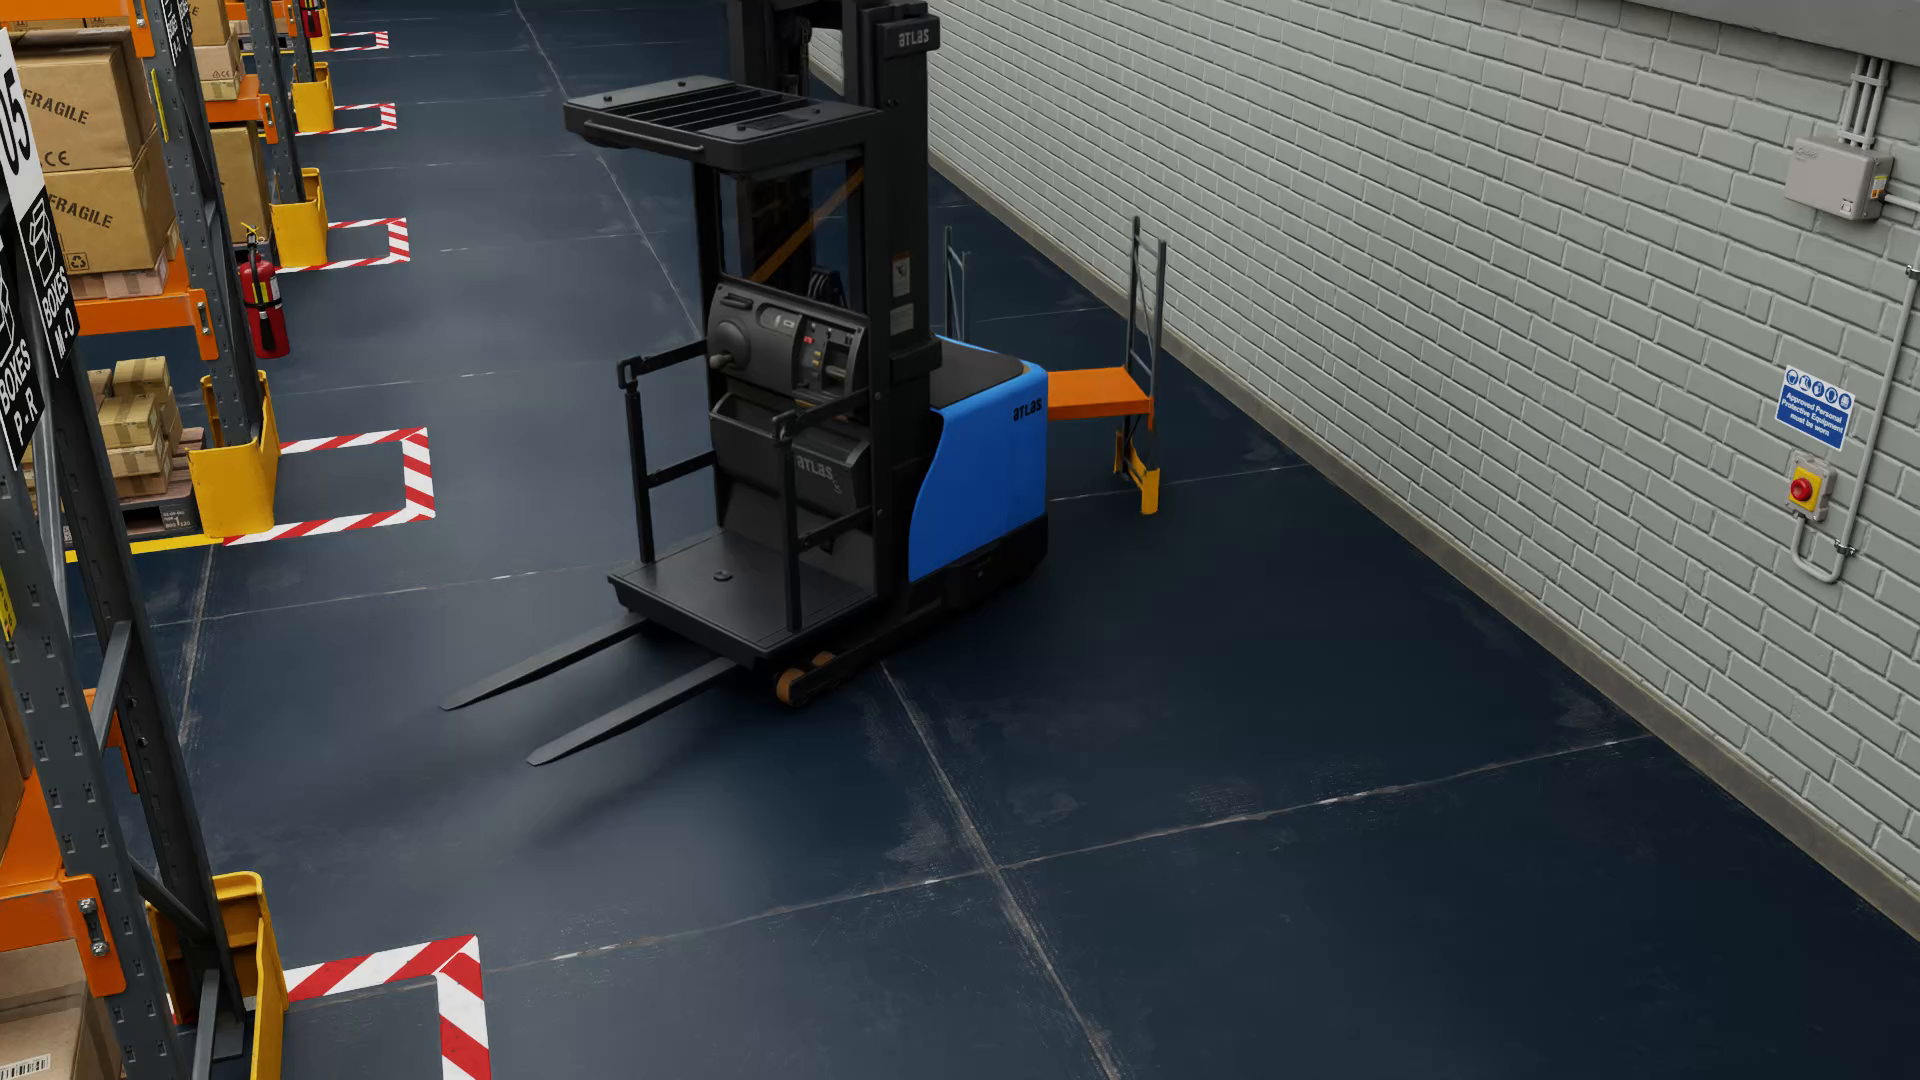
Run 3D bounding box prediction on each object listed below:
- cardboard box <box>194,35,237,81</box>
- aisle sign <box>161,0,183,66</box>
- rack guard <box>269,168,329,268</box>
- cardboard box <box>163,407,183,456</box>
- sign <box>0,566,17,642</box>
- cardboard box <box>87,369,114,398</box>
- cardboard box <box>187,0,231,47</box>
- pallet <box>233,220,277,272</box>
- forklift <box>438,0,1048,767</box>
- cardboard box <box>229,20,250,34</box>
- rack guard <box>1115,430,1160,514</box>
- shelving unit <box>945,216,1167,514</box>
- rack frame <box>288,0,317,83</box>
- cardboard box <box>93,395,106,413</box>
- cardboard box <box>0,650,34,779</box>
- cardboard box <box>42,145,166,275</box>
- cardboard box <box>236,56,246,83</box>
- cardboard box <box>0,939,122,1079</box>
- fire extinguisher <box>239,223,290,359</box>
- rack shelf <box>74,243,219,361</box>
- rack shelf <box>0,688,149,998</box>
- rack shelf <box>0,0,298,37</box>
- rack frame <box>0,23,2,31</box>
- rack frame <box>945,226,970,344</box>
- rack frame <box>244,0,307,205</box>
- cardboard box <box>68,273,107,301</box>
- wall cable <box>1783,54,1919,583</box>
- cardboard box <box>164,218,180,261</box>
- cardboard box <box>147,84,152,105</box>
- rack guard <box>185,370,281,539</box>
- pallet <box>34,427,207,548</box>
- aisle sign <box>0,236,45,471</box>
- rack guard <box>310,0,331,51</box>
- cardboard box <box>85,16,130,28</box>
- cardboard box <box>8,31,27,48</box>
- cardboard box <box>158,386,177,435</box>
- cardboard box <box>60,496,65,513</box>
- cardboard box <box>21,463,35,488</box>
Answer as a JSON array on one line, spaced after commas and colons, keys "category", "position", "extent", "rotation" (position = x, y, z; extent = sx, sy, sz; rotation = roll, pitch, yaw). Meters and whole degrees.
[{"category": "cardboard box", "position": [-5.743, -3.622, 12.507], "extent": [0.500, 0.250, 0.500], "rotation": [-9, 28, -17]}, {"category": "aisle sign", "position": [-3.762, -2.672, 7.835], "extent": [0.004, 0.787, 0.394], "rotation": [-8, 28, -16]}, {"category": "rack guard", "position": [-5.341, -2.619, 13.463], "extent": [0.348, 0.500, 1.175], "rotation": [-8, 28, -16]}, {"category": "cardboard box", "position": [-4.522, -0.598, 9.316], "extent": [0.250, 0.149, 0.380], "rotation": [-8, 27, -15]}, {"category": "sign", "position": [-2.141, 0.062, 3.684], "extent": [0.005, 0.325, 0.100], "rotation": [-8, 28, -16]}, {"category": "cardboard box", "position": [-4.753, -0.784, 9.021], "extent": [0.250, 0.149, 0.380], "rotation": [-8, 27, -15]}, {"category": "cardboard box", "position": [-5.746, -3.959, 12.342], "extent": [0.500, 0.500, 0.500], "rotation": [-8, 27, -15]}, {"category": "pallet", "position": [-6.100, -2.343, 13.232], "extent": [1.213, 0.211, 1.003], "rotation": [-8, 28, -16]}, {"category": "forklift", "position": [-0.908, -0.836, 7.137], "extent": [1.130, 2.935, 3.031], "rotation": [21, 33, 36]}, {"category": "cardboard box", "position": [-9.282, -6.655, 21.474], "extent": [0.250, 0.166, 0.380], "rotation": [-8, 28, -16]}, {"category": "rack guard", "position": [0.982, -0.385, 9.245], "extent": [0.087, 0.250, 0.587], "rotation": [-5, 27, -10]}, {"category": "shelving unit", "position": [0.494, -0.901, 8.878], "extent": [1.083, 1.500, 0.587], "rotation": [-5, 27, -10]}, {"category": "rack frame", "position": [-6.898, -5.829, 17.118], "extent": [0.127, 3.000, 1.000], "rotation": [-8, 28, -16]}, {"category": "cardboard box", "position": [-4.606, -0.611, 8.673], "extent": [0.250, 0.149, 0.380], "rotation": [-8, 27, -15]}, {"category": "cardboard box", "position": [-2.841, 0.355, 4.549], "extent": [0.500, 0.500, 0.500], "rotation": [-8, 28, -17]}, {"category": "cardboard box", "position": [-4.272, -1.631, 8.216], "extent": [0.500, 0.500, 0.500], "rotation": [-8, 27, -15]}, {"category": "cardboard box", "position": [-5.804, -3.713, 13.139], "extent": [0.250, 0.149, 0.380], "rotation": [-8, 27, -16]}, {"category": "cardboard box", "position": [-2.892, 1.548, 4.668], "extent": [0.875, 0.438, 0.875], "rotation": [-9, 28, -18]}, {"category": "fire extinguisher", "position": [-3.542, -1.262, 8.425], "extent": [0.183, 0.674, 0.296], "rotation": [-8, 28, -16]}, {"category": "rack shelf", "position": [-5.826, -1.026, 8.253], "extent": [4.000, 0.370, 1.077], "rotation": [-8, 28, -16]}, {"category": "rack shelf", "position": [-4.197, 1.053, 4.065], "extent": [4.000, 0.370, 1.077], "rotation": [-8, 28, -16]}, {"category": "rack shelf", "position": [-8.800, -5.232, 16.724], "extent": [4.000, 0.370, 1.077], "rotation": [-8, 28, -16]}, {"category": "rack frame", "position": [-2.295, -2.232, 3.126], "extent": [0.127, 3.000, 1.000], "rotation": [-8, 28, -16]}, {"category": "rack frame", "position": [-0.013, -0.855, 8.786], "extent": [0.032, 1.500, 0.500], "rotation": [-5, 27, -10]}, {"category": "rack frame", "position": [-5.364, -3.735, 12.900], "extent": [0.127, 3.000, 1.000], "rotation": [-8, 28, -16]}, {"category": "cardboard box", "position": [-4.395, -1.329, 8.336], "extent": [0.250, 0.149, 0.380], "rotation": [-8, 28, -16]}, {"category": "wall cable", "position": [3.059, -0.800, 5.811], "extent": [0.123, 1.953, 0.585], "rotation": [-8, 28, -16]}, {"category": "cardboard box", "position": [-4.334, -1.605, 8.893], "extent": [0.250, 0.149, 0.380], "rotation": [-8, 28, -17]}, {"category": "cardboard box", "position": [-6.088, -3.364, 12.434], "extent": [0.250, 0.149, 0.380], "rotation": [-8, 28, -16]}, {"category": "rack guard", "position": [-3.997, -0.494, 9.183], "extent": [0.348, 0.500, 1.175], "rotation": [-8, 28, -16]}, {"category": "pallet", "position": [-4.780, -0.268, 9.052], "extent": [1.213, 0.211, 1.003], "rotation": [-8, 28, -16]}, {"category": "aisle sign", "position": [-2.131, -0.588, 3.638], "extent": [0.004, 0.787, 0.394], "rotation": [-8, 28, -16]}, {"category": "rack guard", "position": [-8.501, -6.794, 21.873], "extent": [0.348, 0.500, 1.175], "rotation": [-8, 28, -16]}, {"category": "cardboard box", "position": [-6.380, -4.116, 12.659], "extent": [0.500, 0.500, 0.500], "rotation": [-9, 28, -17]}, {"category": "cardboard box", "position": [-4.911, -2.228, 8.293], "extent": [0.500, 0.500, 0.500], "rotation": [-7, 27, -15]}, {"category": "cardboard box", "position": [-4.502, -0.705, 9.196], "extent": [0.250, 0.149, 0.380], "rotation": [-7, 27, -14]}, {"category": "cardboard box", "position": [-4.573, -0.296, 8.707], "extent": [0.250, 0.149, 0.380], "rotation": [-7, 27, -15]}, {"category": "cardboard box", "position": [-4.831, -0.403, 8.587], "extent": [0.250, 0.149, 0.380], "rotation": [-9, 28, -18]}]
